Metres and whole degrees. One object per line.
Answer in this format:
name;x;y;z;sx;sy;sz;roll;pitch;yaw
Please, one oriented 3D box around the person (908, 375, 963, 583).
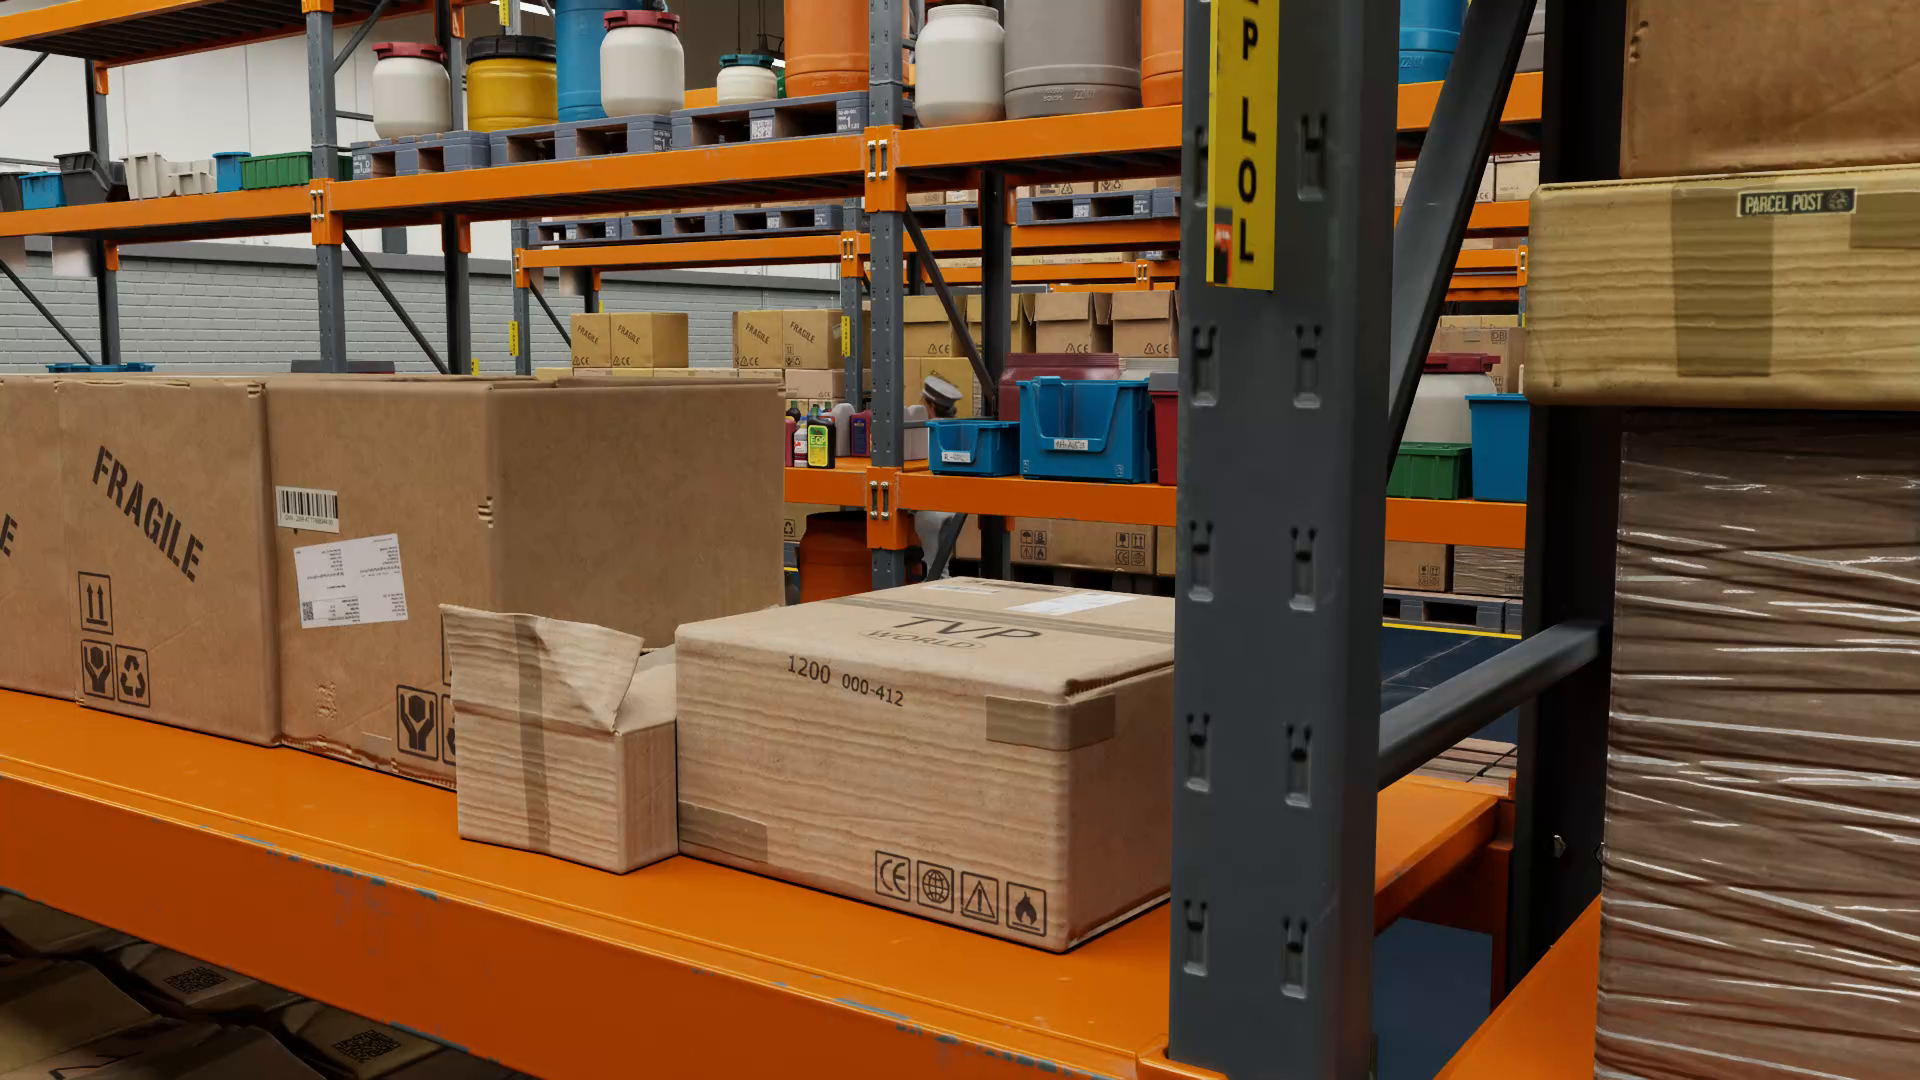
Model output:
person;-0.212;-0.168;10.308;0.512;1.701;0.504;4;8;34
